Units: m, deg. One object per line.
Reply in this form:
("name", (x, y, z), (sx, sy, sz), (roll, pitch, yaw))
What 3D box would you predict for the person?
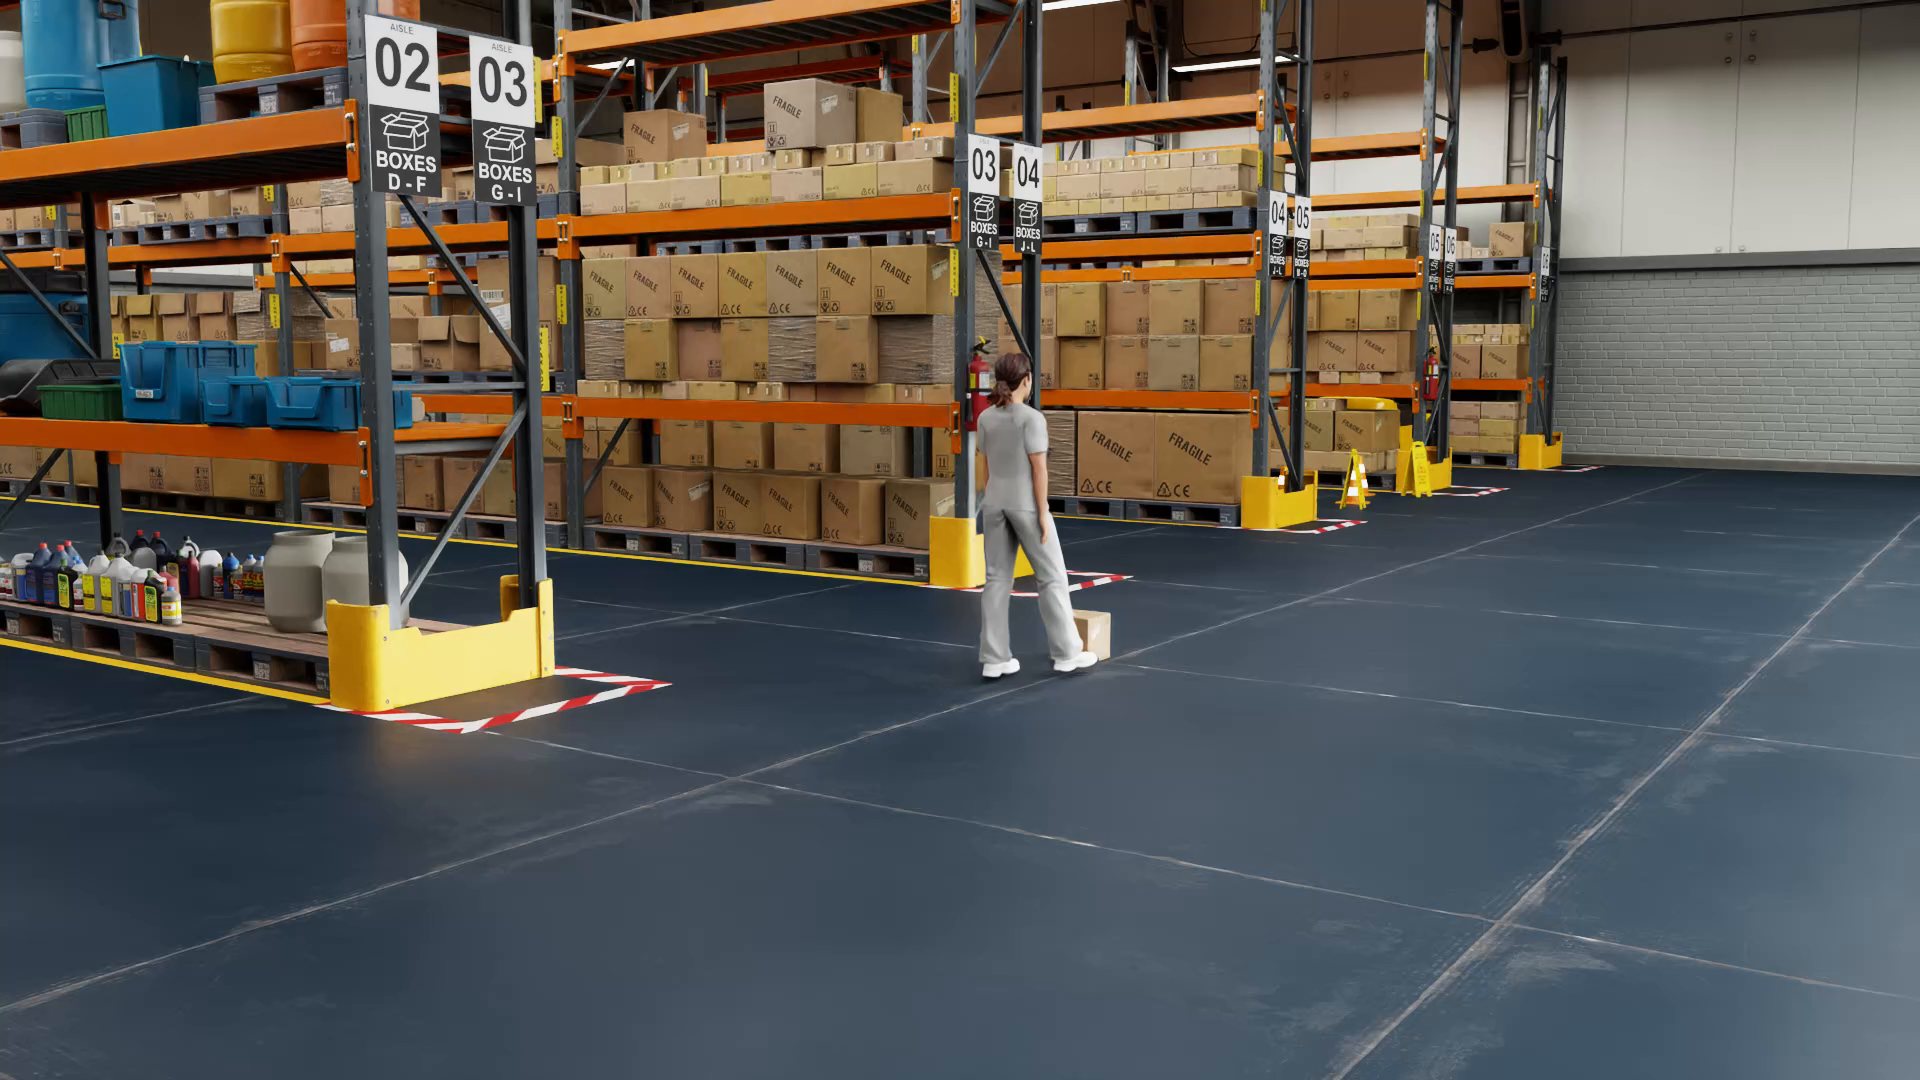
("person", (0.374, -0.138, 8.645), (0.479, 1.667, 0.613), (5, 8, 36))
